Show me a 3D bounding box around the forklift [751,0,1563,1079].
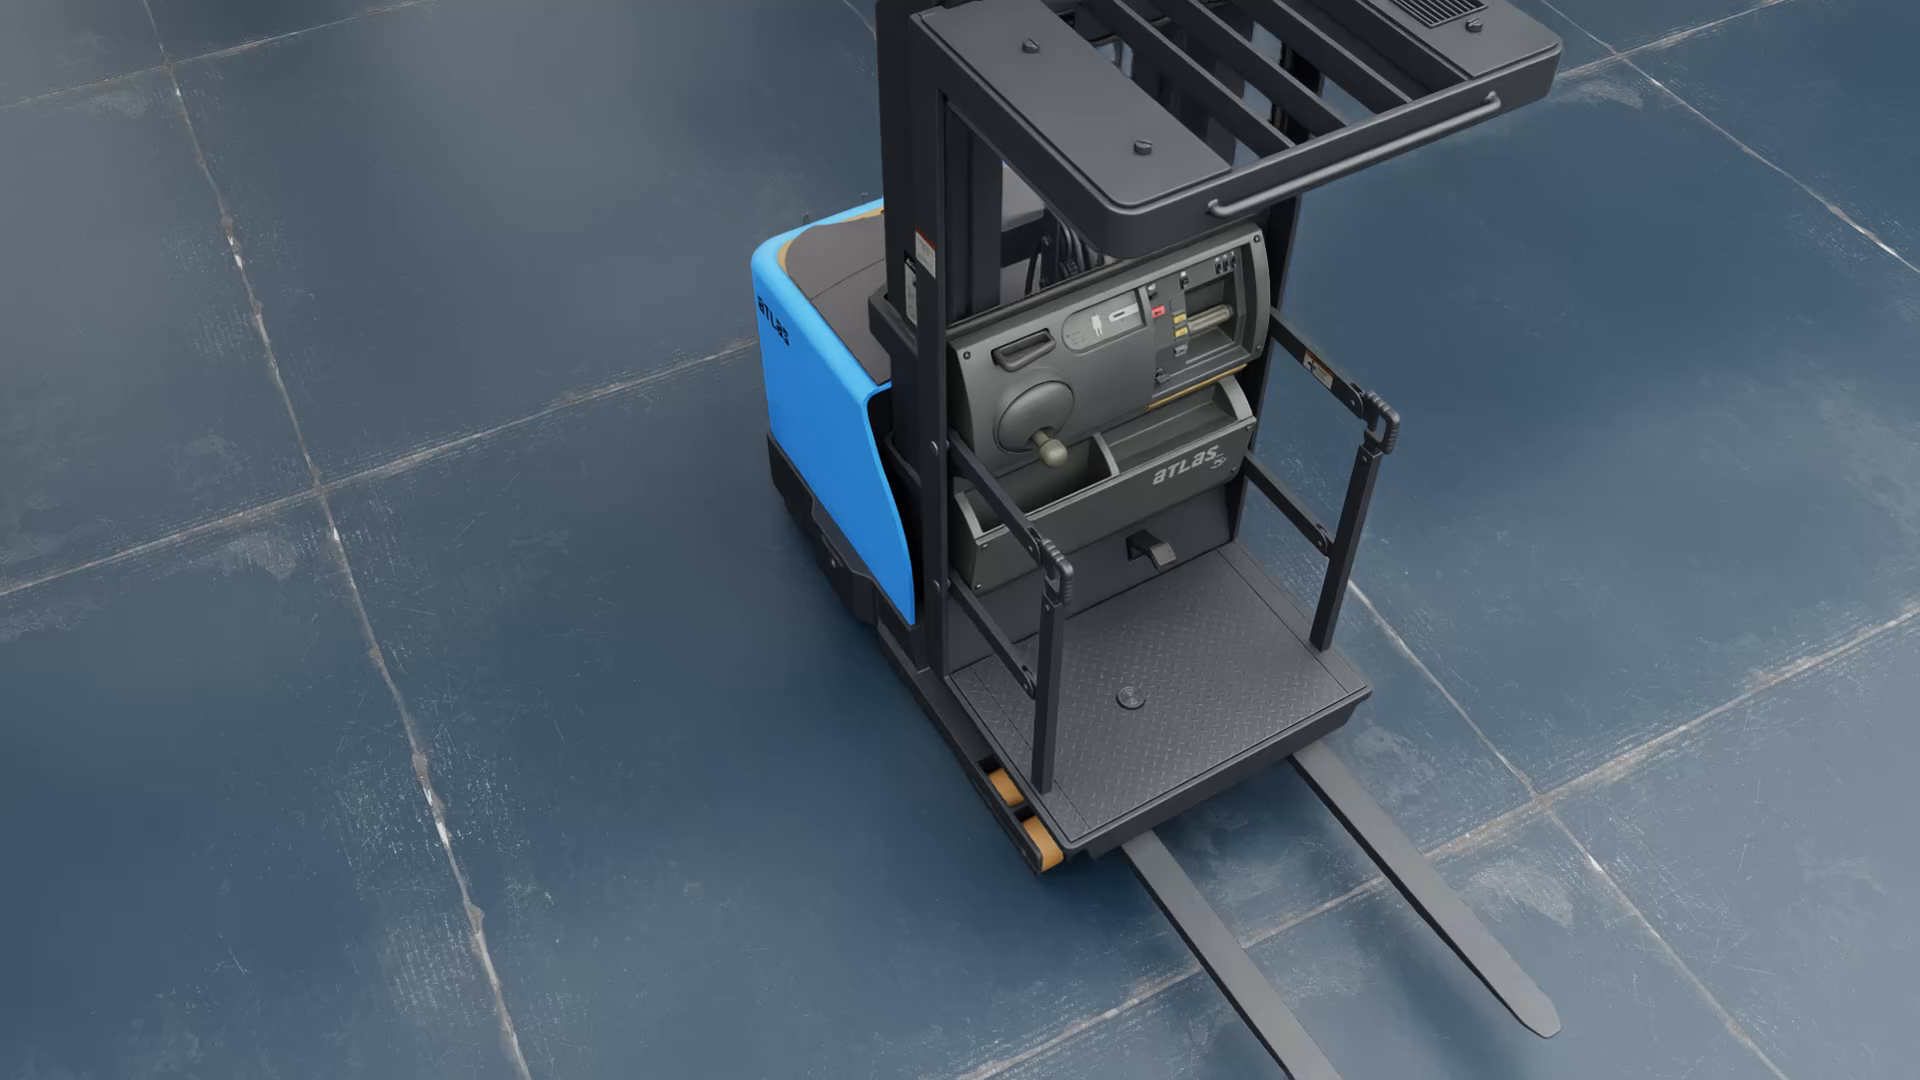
[{"bbox_3d":[0.519,-0.397,4.150,1.130,2.935,3.031,-24,53,-20],"label":"forklift"}]

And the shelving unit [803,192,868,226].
[{"bbox_3d":[-0.364,-0.755,5.813,0.258,0.900,0.210,-24,53,-20],"label":"shelving unit"}]

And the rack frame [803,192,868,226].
[{"bbox_3d":[-0.415,-0.821,5.870,0.240,0.900,0.006,-24,53,-20],"label":"rack frame"}]
